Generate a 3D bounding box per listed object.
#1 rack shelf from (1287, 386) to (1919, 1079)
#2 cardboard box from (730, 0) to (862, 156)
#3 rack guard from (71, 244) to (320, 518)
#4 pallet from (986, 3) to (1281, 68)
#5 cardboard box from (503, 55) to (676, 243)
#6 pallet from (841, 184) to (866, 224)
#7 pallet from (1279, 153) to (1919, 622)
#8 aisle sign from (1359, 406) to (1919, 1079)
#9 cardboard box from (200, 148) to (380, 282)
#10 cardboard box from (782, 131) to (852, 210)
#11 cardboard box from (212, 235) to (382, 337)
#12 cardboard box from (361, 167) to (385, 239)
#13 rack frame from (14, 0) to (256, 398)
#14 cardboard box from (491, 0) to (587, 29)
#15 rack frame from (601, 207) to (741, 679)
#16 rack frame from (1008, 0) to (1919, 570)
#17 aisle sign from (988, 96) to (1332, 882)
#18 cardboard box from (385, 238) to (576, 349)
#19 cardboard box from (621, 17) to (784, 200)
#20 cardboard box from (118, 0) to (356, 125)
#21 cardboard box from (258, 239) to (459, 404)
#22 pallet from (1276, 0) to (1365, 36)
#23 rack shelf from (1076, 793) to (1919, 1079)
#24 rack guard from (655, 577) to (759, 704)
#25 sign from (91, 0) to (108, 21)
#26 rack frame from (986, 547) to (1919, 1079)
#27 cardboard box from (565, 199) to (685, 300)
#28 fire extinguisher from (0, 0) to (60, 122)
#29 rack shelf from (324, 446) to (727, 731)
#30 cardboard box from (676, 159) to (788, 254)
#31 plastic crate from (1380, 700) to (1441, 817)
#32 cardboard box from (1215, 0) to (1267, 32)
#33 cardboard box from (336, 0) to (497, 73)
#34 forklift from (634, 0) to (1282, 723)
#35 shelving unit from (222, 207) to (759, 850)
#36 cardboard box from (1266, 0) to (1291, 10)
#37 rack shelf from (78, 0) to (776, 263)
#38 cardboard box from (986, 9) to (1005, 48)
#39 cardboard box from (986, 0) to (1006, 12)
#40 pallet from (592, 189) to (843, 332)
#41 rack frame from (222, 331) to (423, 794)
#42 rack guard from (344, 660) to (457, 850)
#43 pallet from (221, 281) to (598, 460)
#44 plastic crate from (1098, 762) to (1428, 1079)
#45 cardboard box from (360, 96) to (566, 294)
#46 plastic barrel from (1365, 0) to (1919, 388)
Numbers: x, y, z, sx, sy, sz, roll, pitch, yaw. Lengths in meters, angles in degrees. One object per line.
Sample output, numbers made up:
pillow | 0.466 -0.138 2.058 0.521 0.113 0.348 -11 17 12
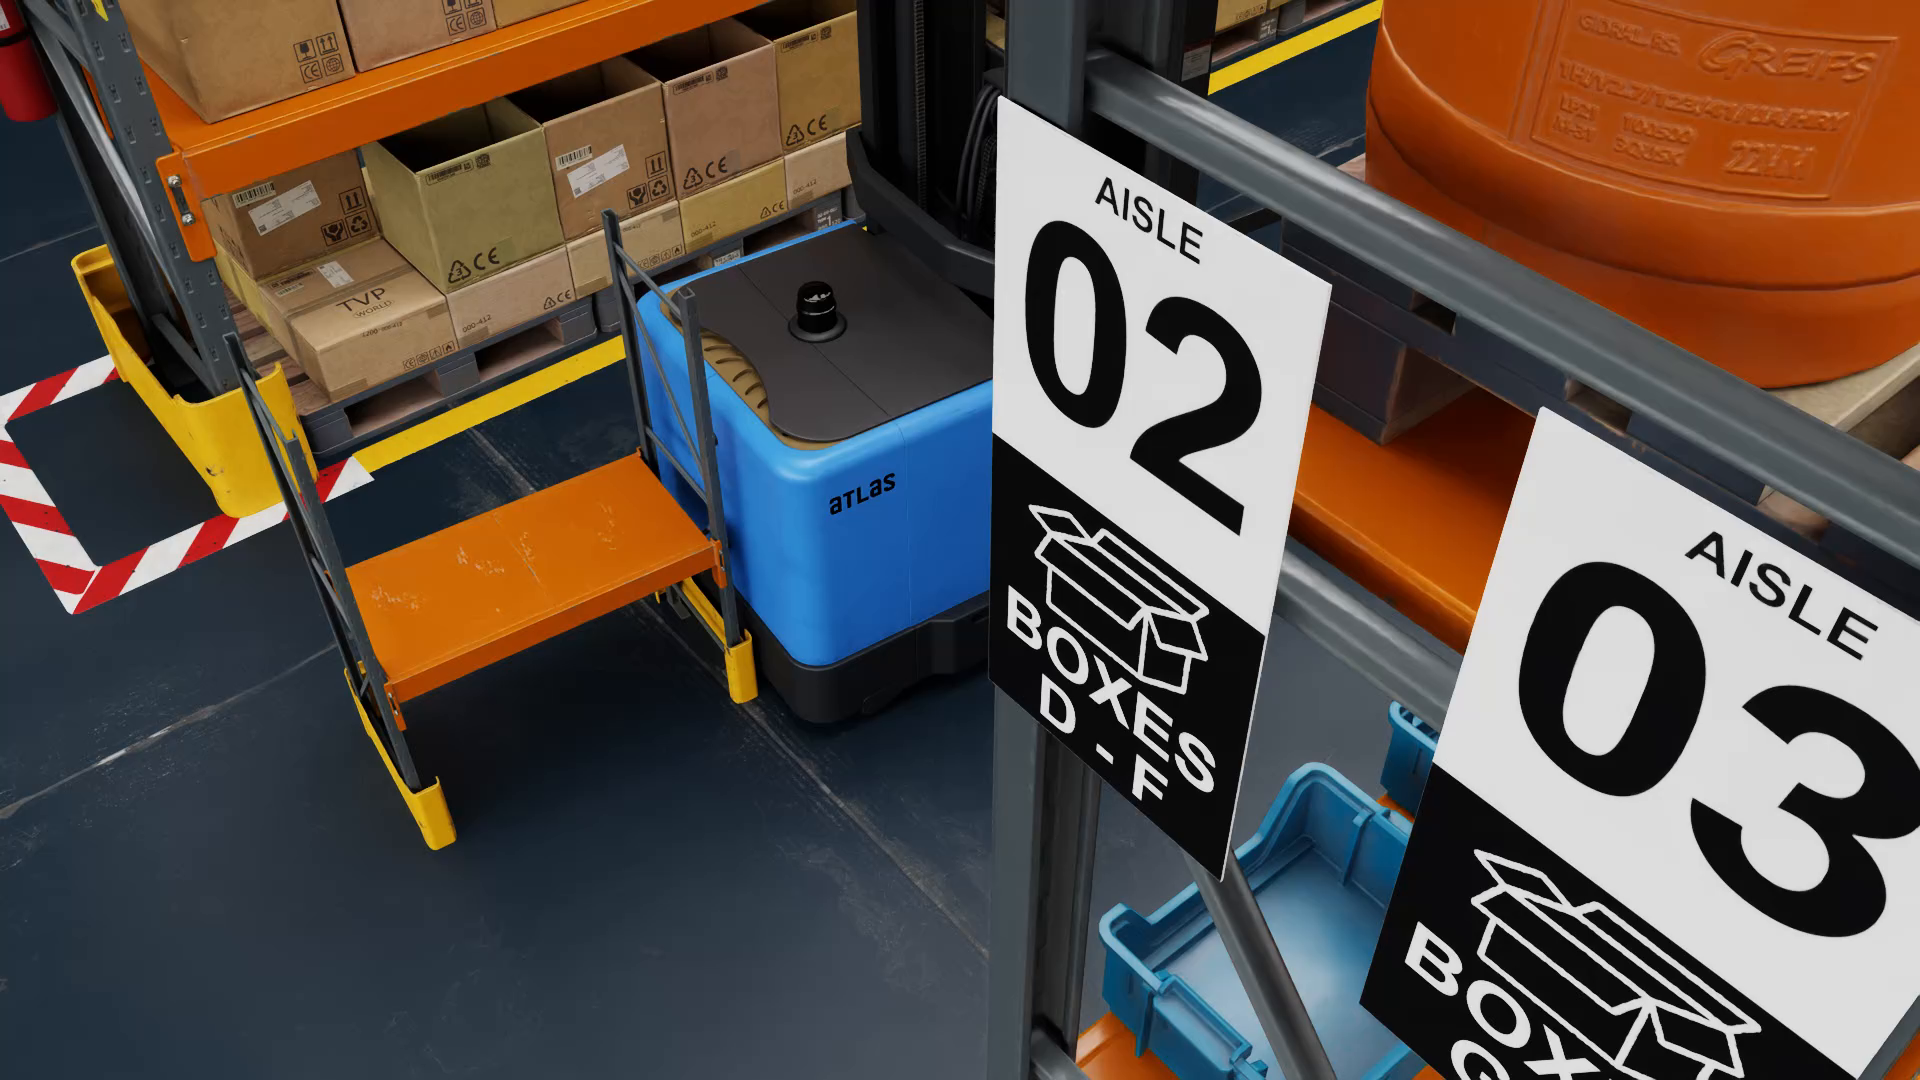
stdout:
rack shelf | 1.942 -0.652 2.587 4.000 0.370 1.077 -30 51 -28
cardboard box | -0.686 -1.972 6.813 0.500 0.500 0.500 -30 51 -28
rack guard | -2.785 -0.623 6.048 0.348 0.500 1.175 -30 51 -28
pallet | 0.841 -2.629 8.395 1.213 0.211 1.003 -30 51 -28
cardboard box | -1.455 -1.535 6.347 0.500 0.500 0.500 -30 51 -28
pallet | -0.336 -1.958 7.680 1.213 0.211 1.003 -30 51 -28
pallet | 1.106 -0.279 1.802 1.213 0.211 1.003 -30 51 -28
aisle sign | 0.541 0.296 1.345 0.004 0.787 0.394 -30 51 -28
cardboard box | -2.547 -1.361 6.162 0.500 0.500 0.500 -30 51 -28
cardboard box | -0.678 -1.692 7.062 0.500 0.250 0.500 -30 51 -28
cardboard box | -2.545 -1.086 6.417 0.500 0.250 0.500 -30 51 -28
cardboard box | -2.169 -1.312 6.658 0.500 0.250 0.500 -30 51 -28
rack frame | -2.767 -1.545 5.204 0.127 3.000 1.000 -30 51 -28
cardboard box | -1.616 -2.228 5.858 0.500 0.500 0.700 -29 51 -28
rack frame | -0.823 -0.211 4.879 0.032 1.500 0.500 -25 49 -24
rack frame | 0.408 -1.129 0.379 0.127 3.000 1.000 -30 51 -28
aisle sign | 0.162 -0.014 1.675 0.004 0.787 0.394 -30 51 -28
cardboard box | -1.832 -1.036 6.364 0.500 0.250 0.500 -30 51 -28
cardboard box | -1.061 -1.745 6.571 0.500 0.500 0.500 -30 51 -28
cardboard box | -2.401 -1.780 5.381 0.500 0.500 0.700 -30 51 -28
cardboard box | -2.213 -0.814 6.128 0.500 0.250 0.500 -30 51 -28
pallet | 1.778 -3.168 8.969 1.213 0.211 1.003 -30 51 -28
rack shelf | 1.942 0.442 3.614 4.000 0.370 1.077 -30 51 -28
rack guard | -0.824 0.245 5.306 0.087 0.250 0.587 -25 49 -24
sign | -2.415 -1.595 4.567 0.005 0.325 0.100 -30 51 -28
rack frame | 0.408 1.058 2.432 0.127 3.000 1.000 -30 51 -28
cardboard box | -1.448 -1.255 6.597 0.500 0.250 0.500 -30 51 -28
fire extinguisher | -3.156 -1.709 5.435 0.183 0.674 0.296 -30 51 -28
rack shelf | -1.245 0.115 4.795 1.000 0.185 0.538 -25 49 -24
cardboard box | -1.061 -1.472 6.828 0.500 0.250 0.500 -30 51 -28
plastic crate | 1.102 0.453 3.185 0.408 0.251 0.499 -30 51 -28
cardboard box | 1.163 -2.723 8.160 0.500 0.250 0.500 -29 50 -27
cardboard box | -2.001 -2.013 5.629 0.500 0.500 0.700 -28 50 -27
forklift | 0.517 -1.306 4.999 3.031 2.935 1.130 -25 49 -24
shelving unit | -1.237 -0.020 4.675 1.083 1.500 0.587 -25 49 -24
cardboard box | 1.558 -2.952 8.404 0.500 0.250 0.500 -31 52 -29
rack shelf | -1.233 -2.161 6.385 4.000 0.370 1.077 -30 51 -28
cardboard box | 0.086 -2.134 7.533 0.500 0.250 0.500 -30 51 -28
cardboard box | 0.433 -2.787 8.228 0.500 0.250 0.500 -30 51 -28
pallet | -1.272 -1.419 7.107 1.213 0.211 1.003 -30 51 -28
rack frame | -1.666 0.178 4.465 0.032 1.500 0.500 -25 49 -24
rack guard | -1.650 0.626 4.900 0.087 0.250 0.587 -25 49 -24
pallet | -2.207 -0.886 6.539 1.213 0.211 1.003 -30 51 -28
plastic crate | 0.600 0.735 2.885 0.616 0.251 0.499 -30 51 -28
cardboard box | -1.831 -1.308 6.106 0.500 0.500 0.500 -30 51 -28
plastic barrel | 0.699 -0.625 1.413 0.708 0.830 0.600 -30 51 -28
